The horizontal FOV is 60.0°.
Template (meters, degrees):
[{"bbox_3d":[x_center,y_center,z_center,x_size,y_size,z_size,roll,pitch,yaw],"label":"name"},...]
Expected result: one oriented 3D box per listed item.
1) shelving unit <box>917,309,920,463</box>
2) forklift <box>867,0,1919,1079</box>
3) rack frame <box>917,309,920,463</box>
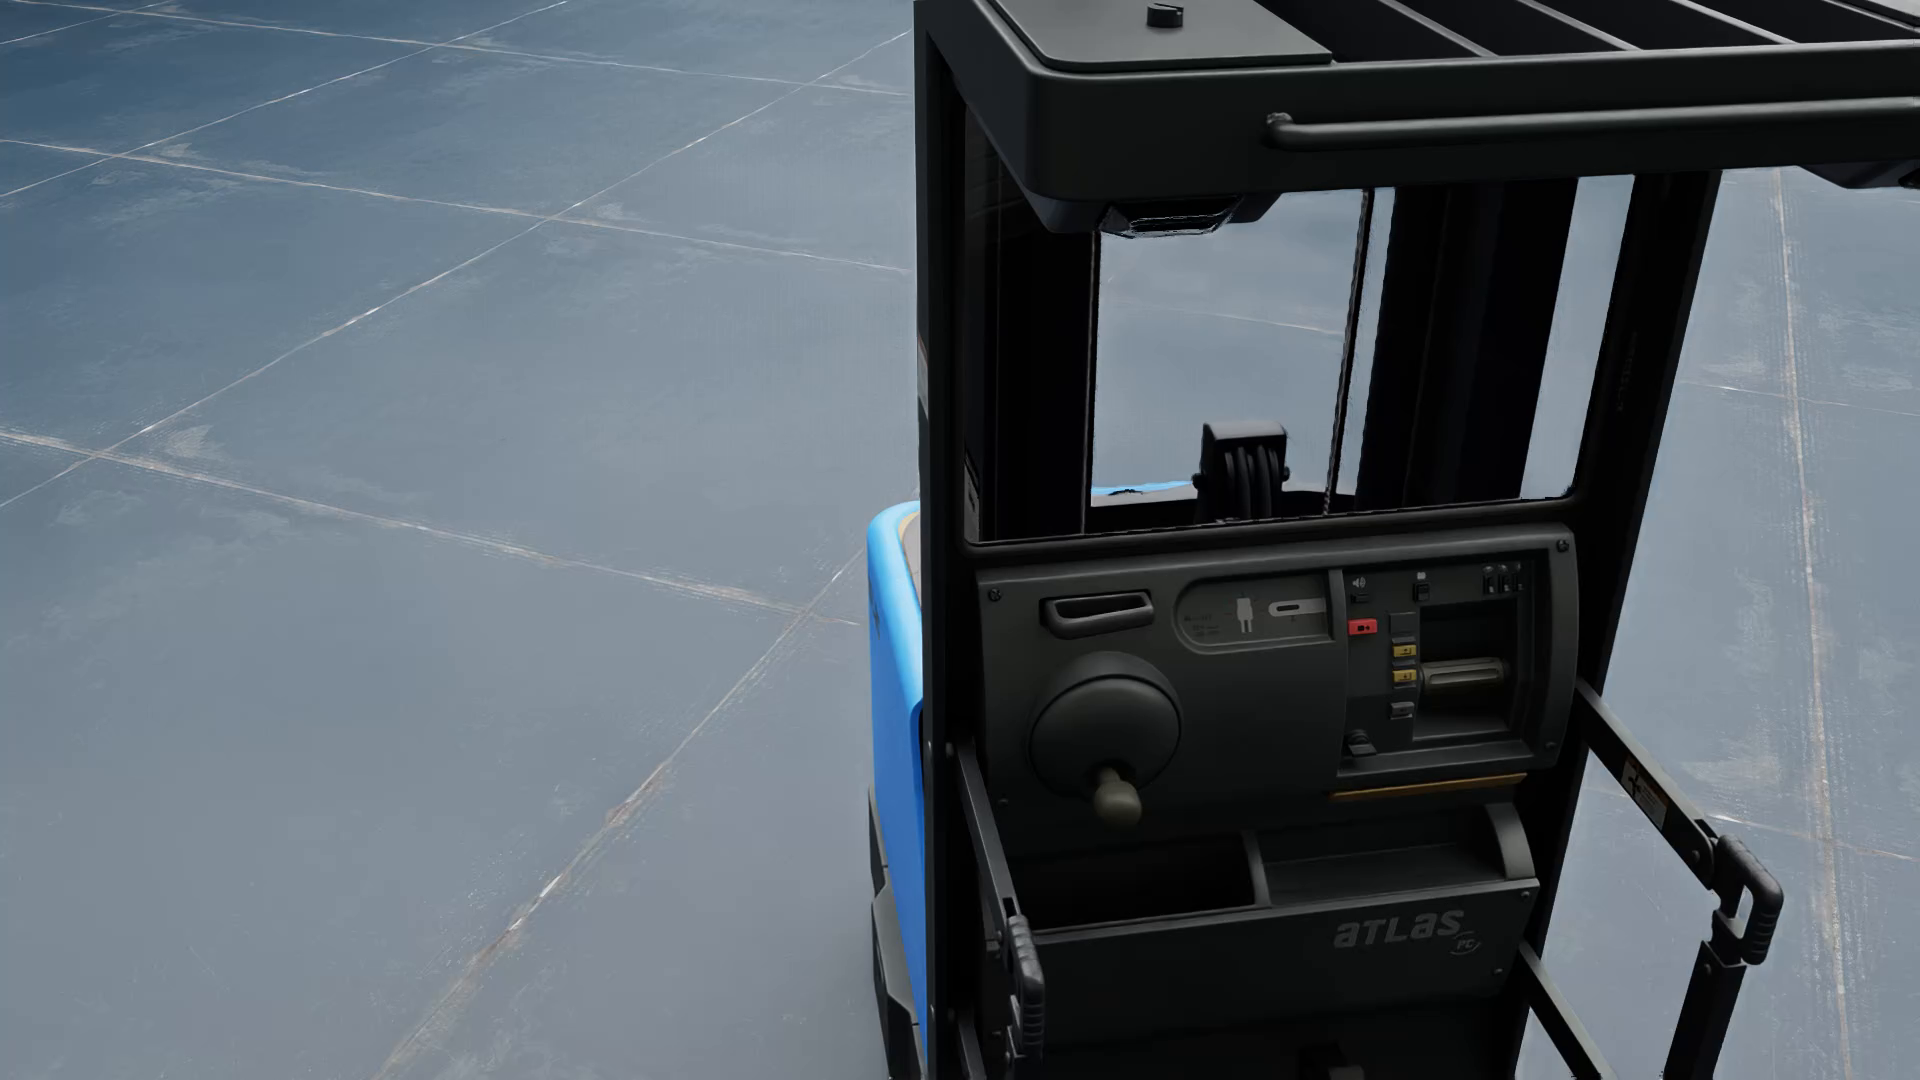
[{"bbox_3d":[0.008,-0.390,5.526,0.210,0.900,0.258,11,31,19],"label":"shelving unit"},{"bbox_3d":[0.526,0.251,2.328,1.130,2.935,3.031,-5,30,-8],"label":"forklift"},{"bbox_3d":[-0.087,-0.409,5.559,0.006,0.900,0.240,11,31,19],"label":"rack frame"}]
